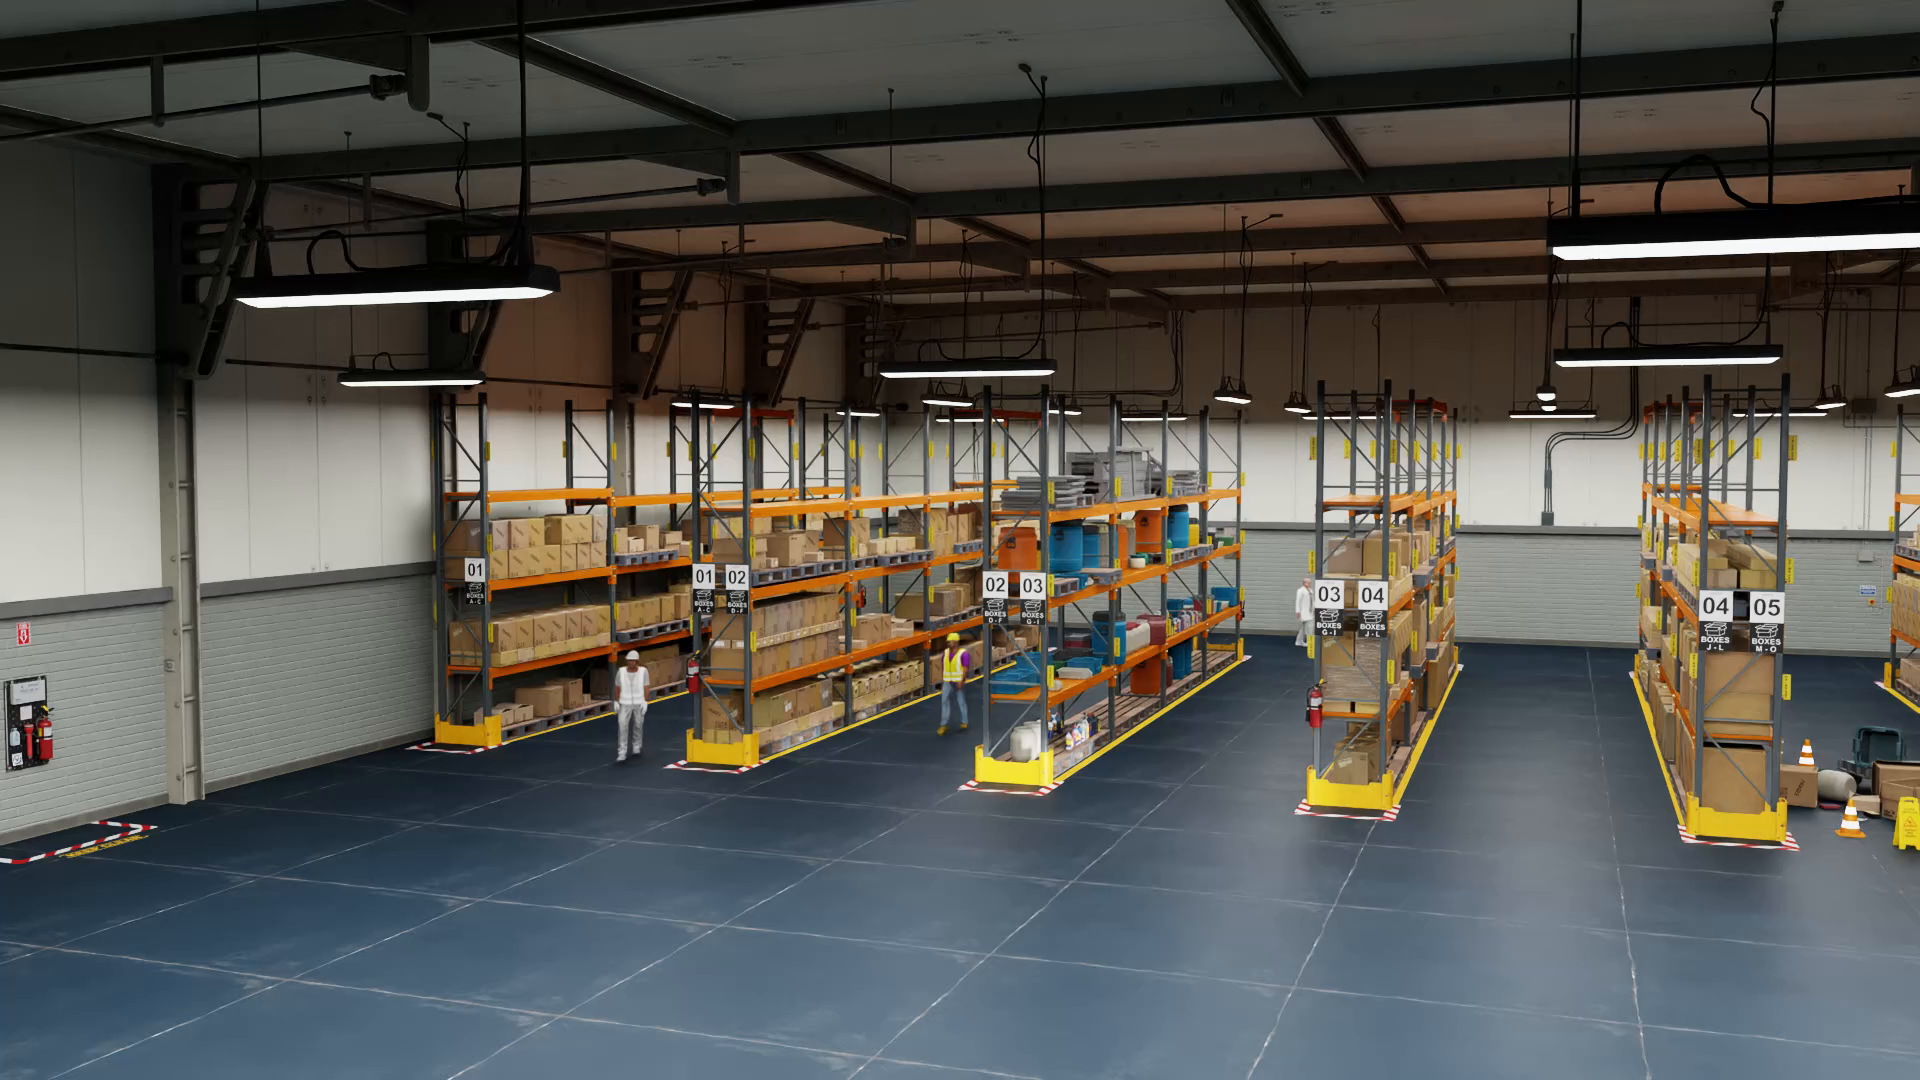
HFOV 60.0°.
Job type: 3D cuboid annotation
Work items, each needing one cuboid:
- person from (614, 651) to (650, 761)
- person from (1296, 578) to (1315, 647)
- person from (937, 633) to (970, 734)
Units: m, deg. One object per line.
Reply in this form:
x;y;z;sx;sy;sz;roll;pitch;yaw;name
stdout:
-5.335;2.664;27.056;0.575;1.732;0.956;-1;3;-14;person
8.886;1.852;42.339;0.750;1.770;0.652;3;4;43;person
-0.130;2.537;29.641;0.592;1.738;0.897;1;3;25;person
